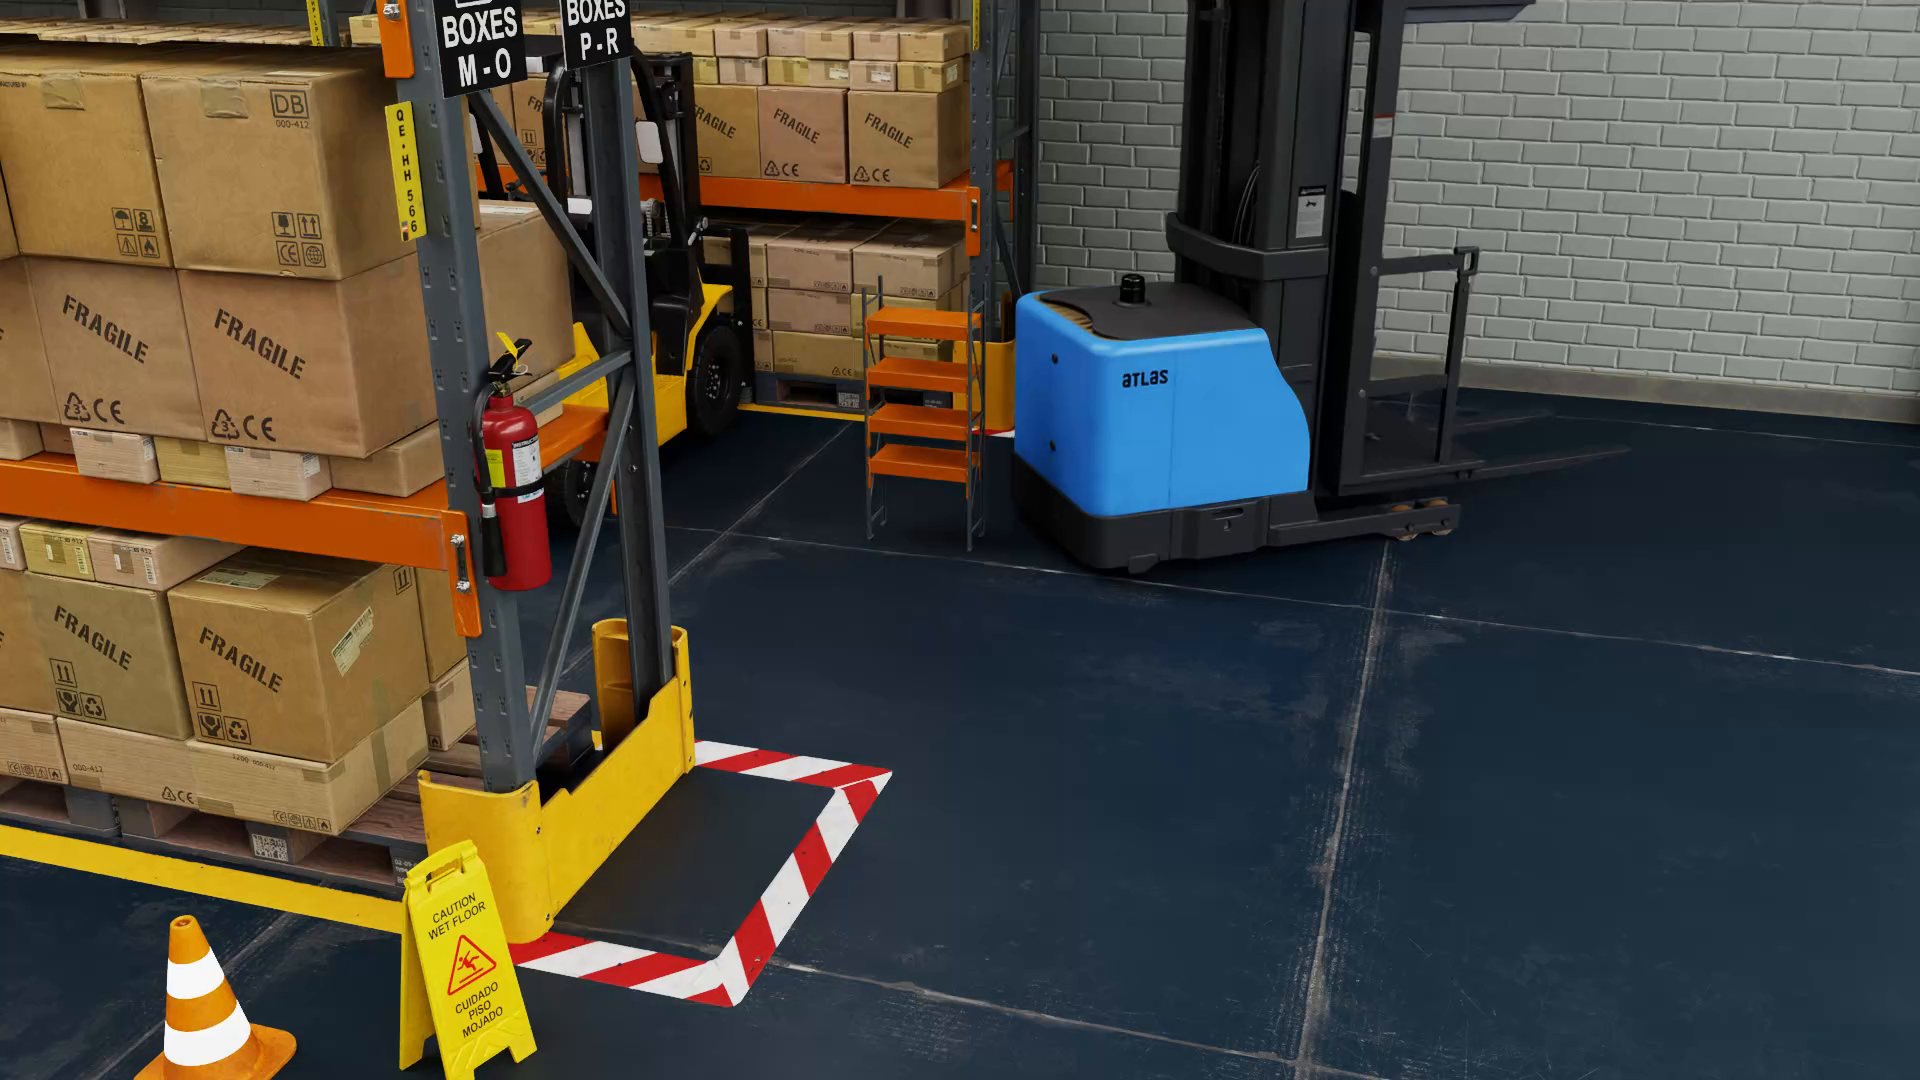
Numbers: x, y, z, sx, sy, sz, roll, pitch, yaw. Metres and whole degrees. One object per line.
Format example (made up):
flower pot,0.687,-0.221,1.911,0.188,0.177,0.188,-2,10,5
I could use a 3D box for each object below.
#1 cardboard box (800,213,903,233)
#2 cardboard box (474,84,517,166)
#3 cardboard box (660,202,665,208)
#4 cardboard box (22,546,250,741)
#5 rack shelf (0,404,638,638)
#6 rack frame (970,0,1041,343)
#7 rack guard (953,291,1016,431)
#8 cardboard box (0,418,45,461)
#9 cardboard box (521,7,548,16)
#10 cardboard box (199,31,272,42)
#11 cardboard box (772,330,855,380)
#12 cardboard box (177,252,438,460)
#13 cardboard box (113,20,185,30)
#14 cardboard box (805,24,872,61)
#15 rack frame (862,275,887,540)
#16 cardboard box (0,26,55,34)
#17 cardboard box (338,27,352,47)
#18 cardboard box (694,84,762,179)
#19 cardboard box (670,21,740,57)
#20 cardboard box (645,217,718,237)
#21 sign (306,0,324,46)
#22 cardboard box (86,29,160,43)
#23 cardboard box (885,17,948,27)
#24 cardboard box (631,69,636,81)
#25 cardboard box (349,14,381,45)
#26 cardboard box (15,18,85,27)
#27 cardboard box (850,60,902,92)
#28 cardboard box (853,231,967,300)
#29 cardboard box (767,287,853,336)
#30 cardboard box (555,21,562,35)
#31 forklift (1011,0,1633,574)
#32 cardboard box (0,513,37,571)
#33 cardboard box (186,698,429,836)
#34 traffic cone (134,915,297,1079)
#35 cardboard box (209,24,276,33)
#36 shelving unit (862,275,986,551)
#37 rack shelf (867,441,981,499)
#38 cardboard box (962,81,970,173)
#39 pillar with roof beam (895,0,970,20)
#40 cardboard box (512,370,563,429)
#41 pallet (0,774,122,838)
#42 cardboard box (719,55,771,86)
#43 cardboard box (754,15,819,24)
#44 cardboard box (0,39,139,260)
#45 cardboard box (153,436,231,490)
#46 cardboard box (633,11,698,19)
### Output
cardboard box,-0.631,-1.782,9.914,0.500,0.250,0.500,7,23,16
cardboard box,-2.722,-2.512,9.811,0.500,0.500,0.500,7,23,16
cardboard box,-2.078,-1.951,10.327,0.500,0.250,0.500,7,23,16
cardboard box,-2.519,0.263,5.257,0.500,0.500,0.500,7,23,17
rack shelf,-3.091,-0.305,5.509,4.000,0.370,1.077,7,23,16
rack frame,0.254,-2.222,9.235,0.127,3.000,1.000,7,23,16
rack guard,0.277,-1.063,9.703,0.348,0.500,1.175,7,23,16
cardboard box,-2.841,-0.380,5.075,0.250,0.149,0.380,6,23,15
cardboard box,-2.697,-3.153,10.125,0.250,0.149,0.380,6,23,15
cardboard box,-4.438,-3.032,10.222,0.250,0.149,0.380,7,23,15
cardboard box,-0.760,-1.139,9.664,0.500,0.250,0.500,7,23,15
cardboard box,-1.775,-0.562,4.663,0.500,0.500,0.500,6,23,15
cardboard box,-5.296,-3.308,10.895,0.250,0.149,0.380,7,23,16
cardboard box,-0.653,-2.704,9.030,0.250,0.149,0.380,7,23,17
rack frame,-0.392,-0.600,7.652,0.015,1.200,0.240,7,23,16
cardboard box,-5.946,-3.166,10.549,0.250,0.149,0.380,7,23,17
cardboard box,-3.850,-3.124,10.446,0.250,0.149,0.380,6,23,14
cardboard box,-1.277,-2.343,9.399,0.500,0.500,0.500,6,23,14
cardboard box,-1.400,-2.772,9.198,0.250,0.149,0.380,7,23,17
cardboard box,-1.736,-1.708,9.734,0.500,0.250,0.500,6,23,14
sign,-3.723,-2.962,9.616,0.005,0.325,0.100,7,23,16
cardboard box,-5.198,-3.093,10.372,0.250,0.149,0.380,7,23,16
cardboard box,-0.242,-2.873,9.442,0.250,0.149,0.380,7,23,17
cardboard box,-1.871,-2.700,9.413,0.250,0.149,0.380,6,23,14
cardboard box,-3.356,-3.002,9.758,0.250,0.149,0.380,7,23,17
cardboard box,-6.039,-3.386,11.087,0.250,0.149,0.380,6,23,15
cardboard box,-0.412,-2.522,8.980,0.250,0.149,0.380,7,23,16
cardboard box,-0.277,-1.544,9.334,0.500,0.250,0.500,7,23,17
cardboard box,-0.779,-1.374,9.579,0.500,0.250,0.500,6,23,15
cardboard box,-2.100,-2.890,9.484,0.250,0.149,0.380,6,23,15
forklift,1.821,-1.532,7.642,3.031,2.935,1.130,-8,24,-18
cardboard box,-2.881,-0.055,5.178,0.250,0.149,0.380,8,23,18
cardboard box,-2.051,0.666,5.264,0.500,0.250,0.500,6,23,15
traffic cone,-1.960,1.177,4.291,0.334,0.463,0.336,7,23,16
cardboard box,-4.581,-3.220,10.682,0.250,0.149,0.380,6,23,15
shelving unit,-0.158,-0.573,7.587,0.503,1.200,0.258,7,23,16
rack shelf,-0.158,-0.327,7.687,0.480,0.148,0.258,7,23,16
cardboard box,-0.140,-2.424,9.595,0.500,0.500,0.500,7,23,17
pillar with roof beam,-1.395,-3.838,5.268,0.400,9.000,9.100,7,23,16
cardboard box,-1.441,-0.415,5.159,0.250,0.149,0.380,7,23,16
pallet,-3.180,0.627,5.963,1.213,0.211,1.003,7,23,16
cardboard box,-1.146,-2.616,9.209,0.250,0.149,0.380,6,23,14
cardboard box,-0.995,-2.938,9.601,0.250,0.149,0.380,7,23,17
cardboard box,-2.728,-1.118,4.703,0.500,0.500,0.700,6,23,15
cardboard box,-2.110,-0.289,4.853,0.250,0.149,0.380,6,23,15
cardboard box,-1.732,-3.028,9.822,0.250,0.149,0.380,7,23,17
